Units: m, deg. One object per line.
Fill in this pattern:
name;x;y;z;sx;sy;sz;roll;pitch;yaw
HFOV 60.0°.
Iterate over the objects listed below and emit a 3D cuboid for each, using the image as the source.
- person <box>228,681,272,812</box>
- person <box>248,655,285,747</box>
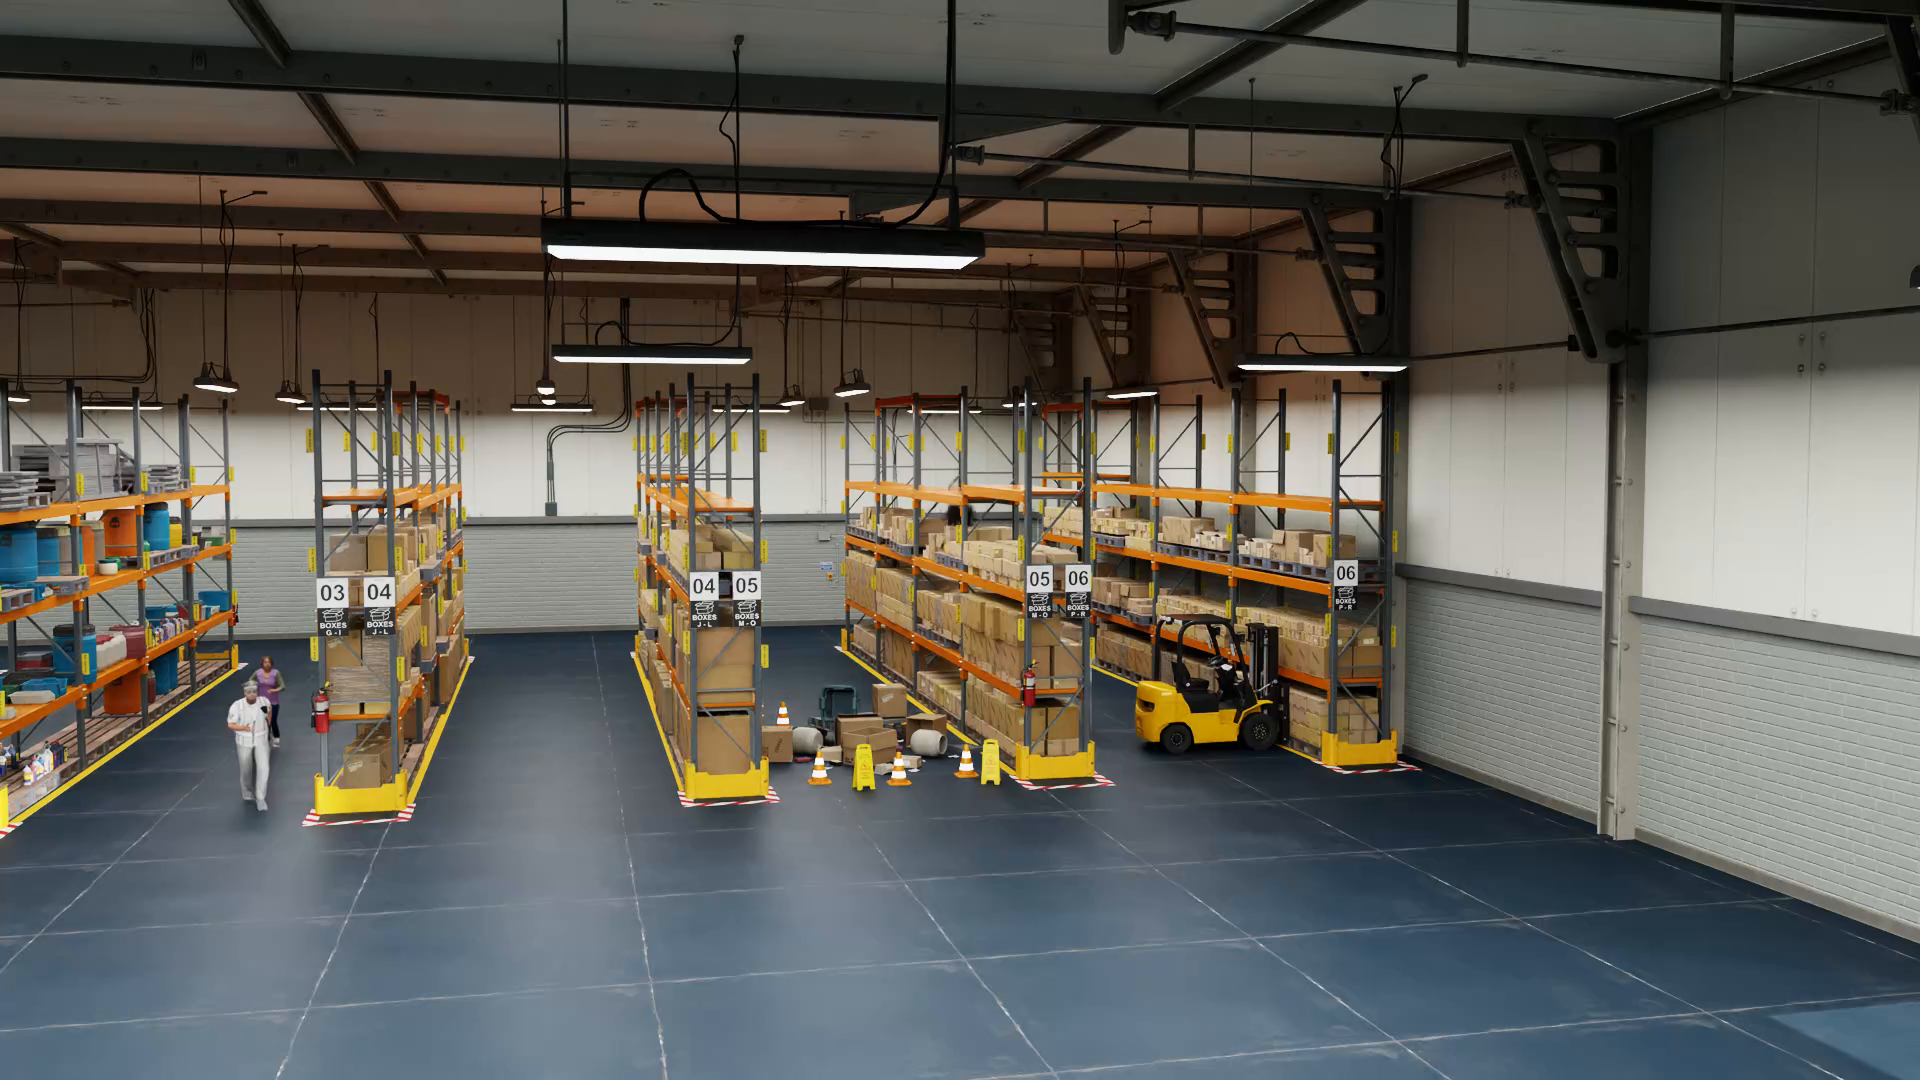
person;-9.782;2.802;22.935;0.572;1.787;0.960;-2;4;-24
person;-11.153;2.654;26.765;0.571;1.621;0.869;-1;3;-18
